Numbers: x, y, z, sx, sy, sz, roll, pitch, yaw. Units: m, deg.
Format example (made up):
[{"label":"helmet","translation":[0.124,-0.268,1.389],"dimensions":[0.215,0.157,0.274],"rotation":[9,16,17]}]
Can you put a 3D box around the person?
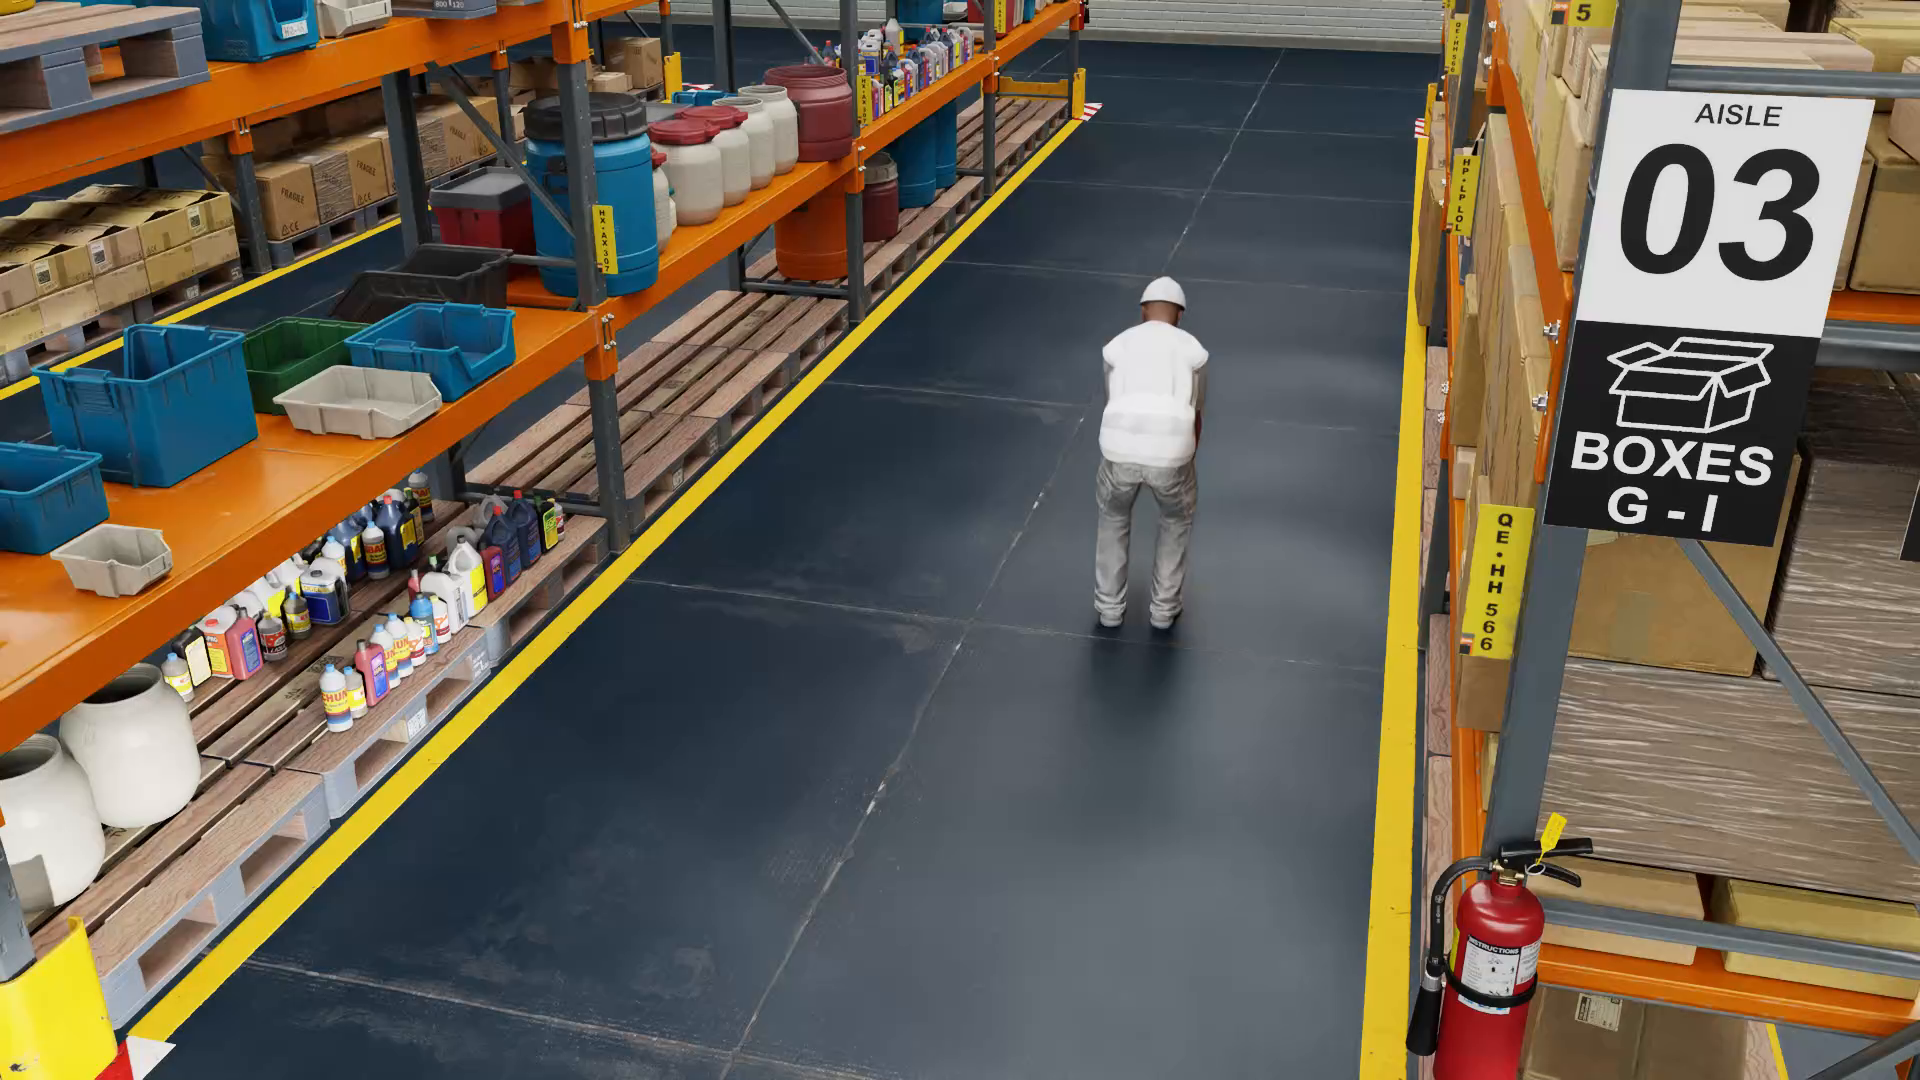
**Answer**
[{"label":"person","translation":[0.880,-0.395,7.718],"dimensions":[0.484,1.534,0.824],"rotation":[6,26,12]}]
